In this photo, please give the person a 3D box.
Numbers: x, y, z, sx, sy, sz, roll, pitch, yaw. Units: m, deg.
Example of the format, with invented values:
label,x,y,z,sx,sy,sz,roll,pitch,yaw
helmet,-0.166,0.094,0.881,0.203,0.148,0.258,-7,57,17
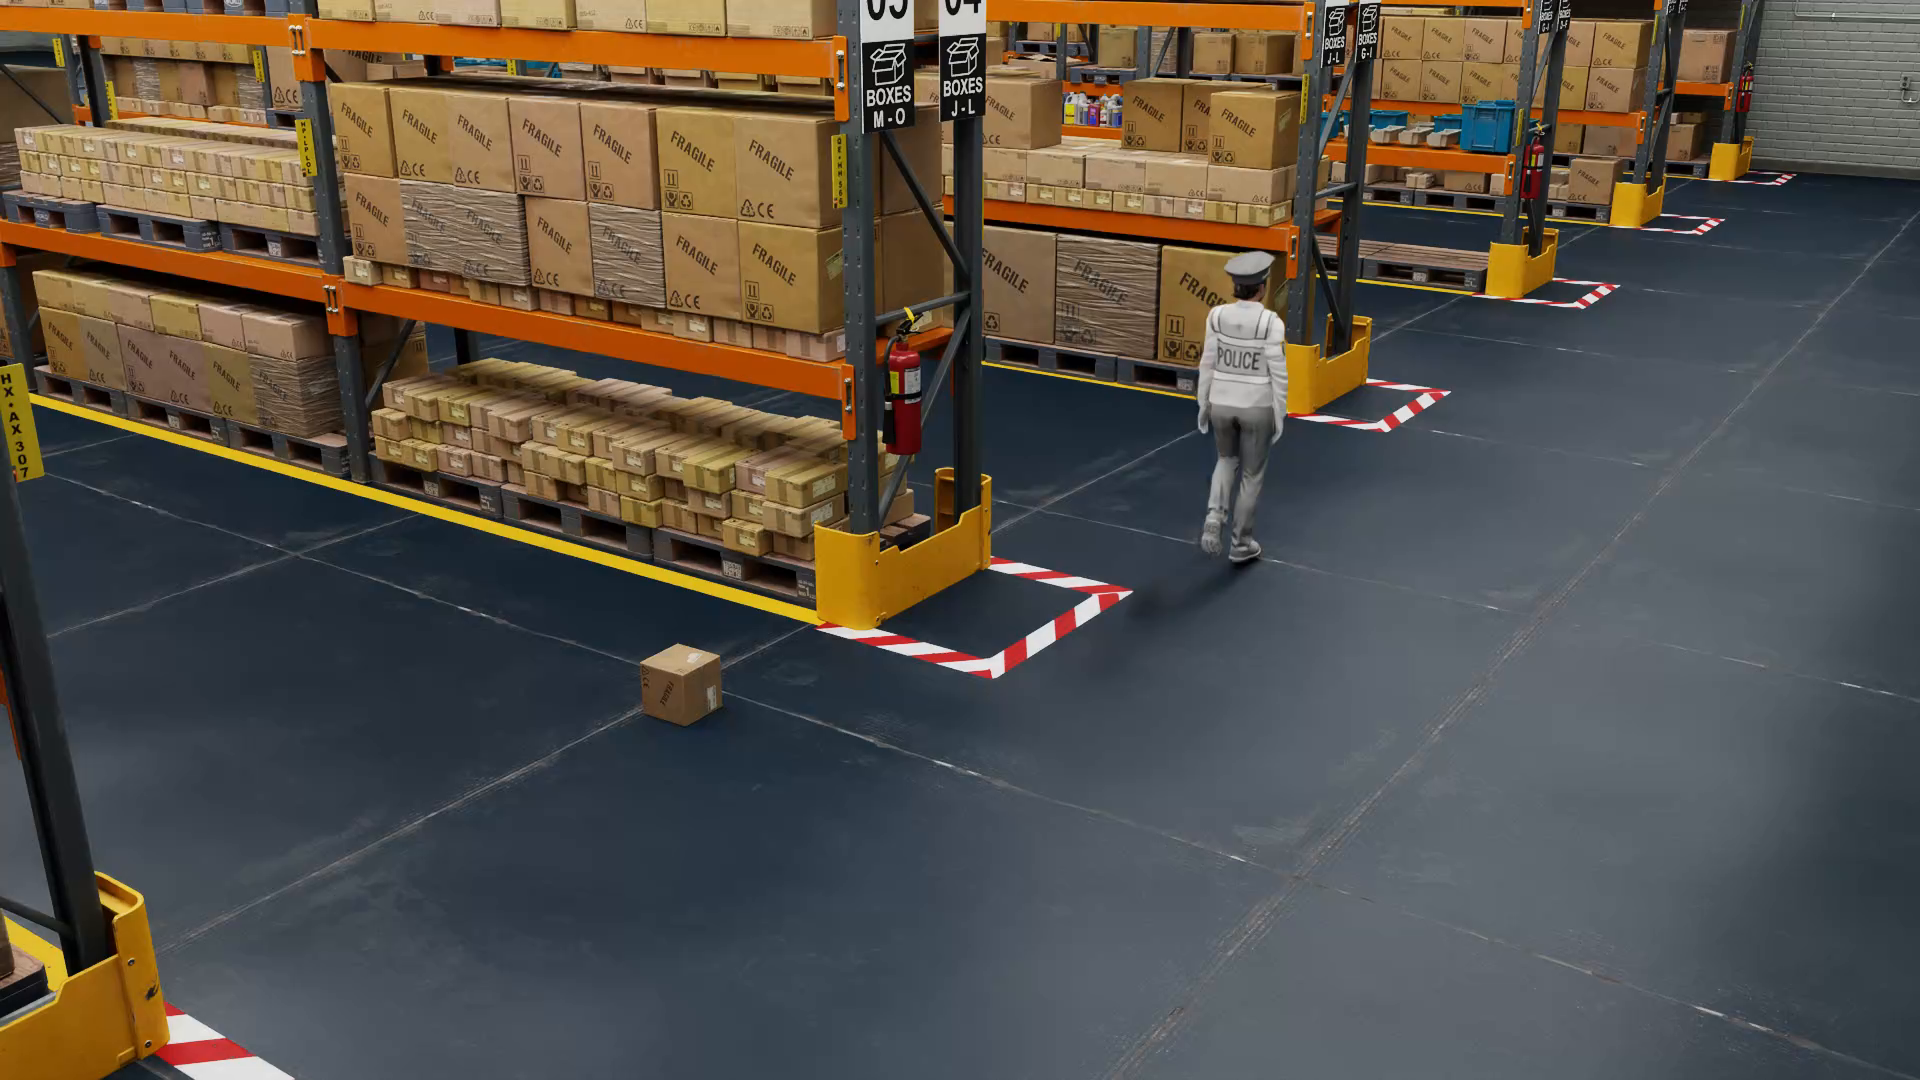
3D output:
label,x,y,z,sx,sy,sz,roll,pitch,yaw
person,1.523,-0.704,8.903,0.507,1.679,0.433,12,23,31
